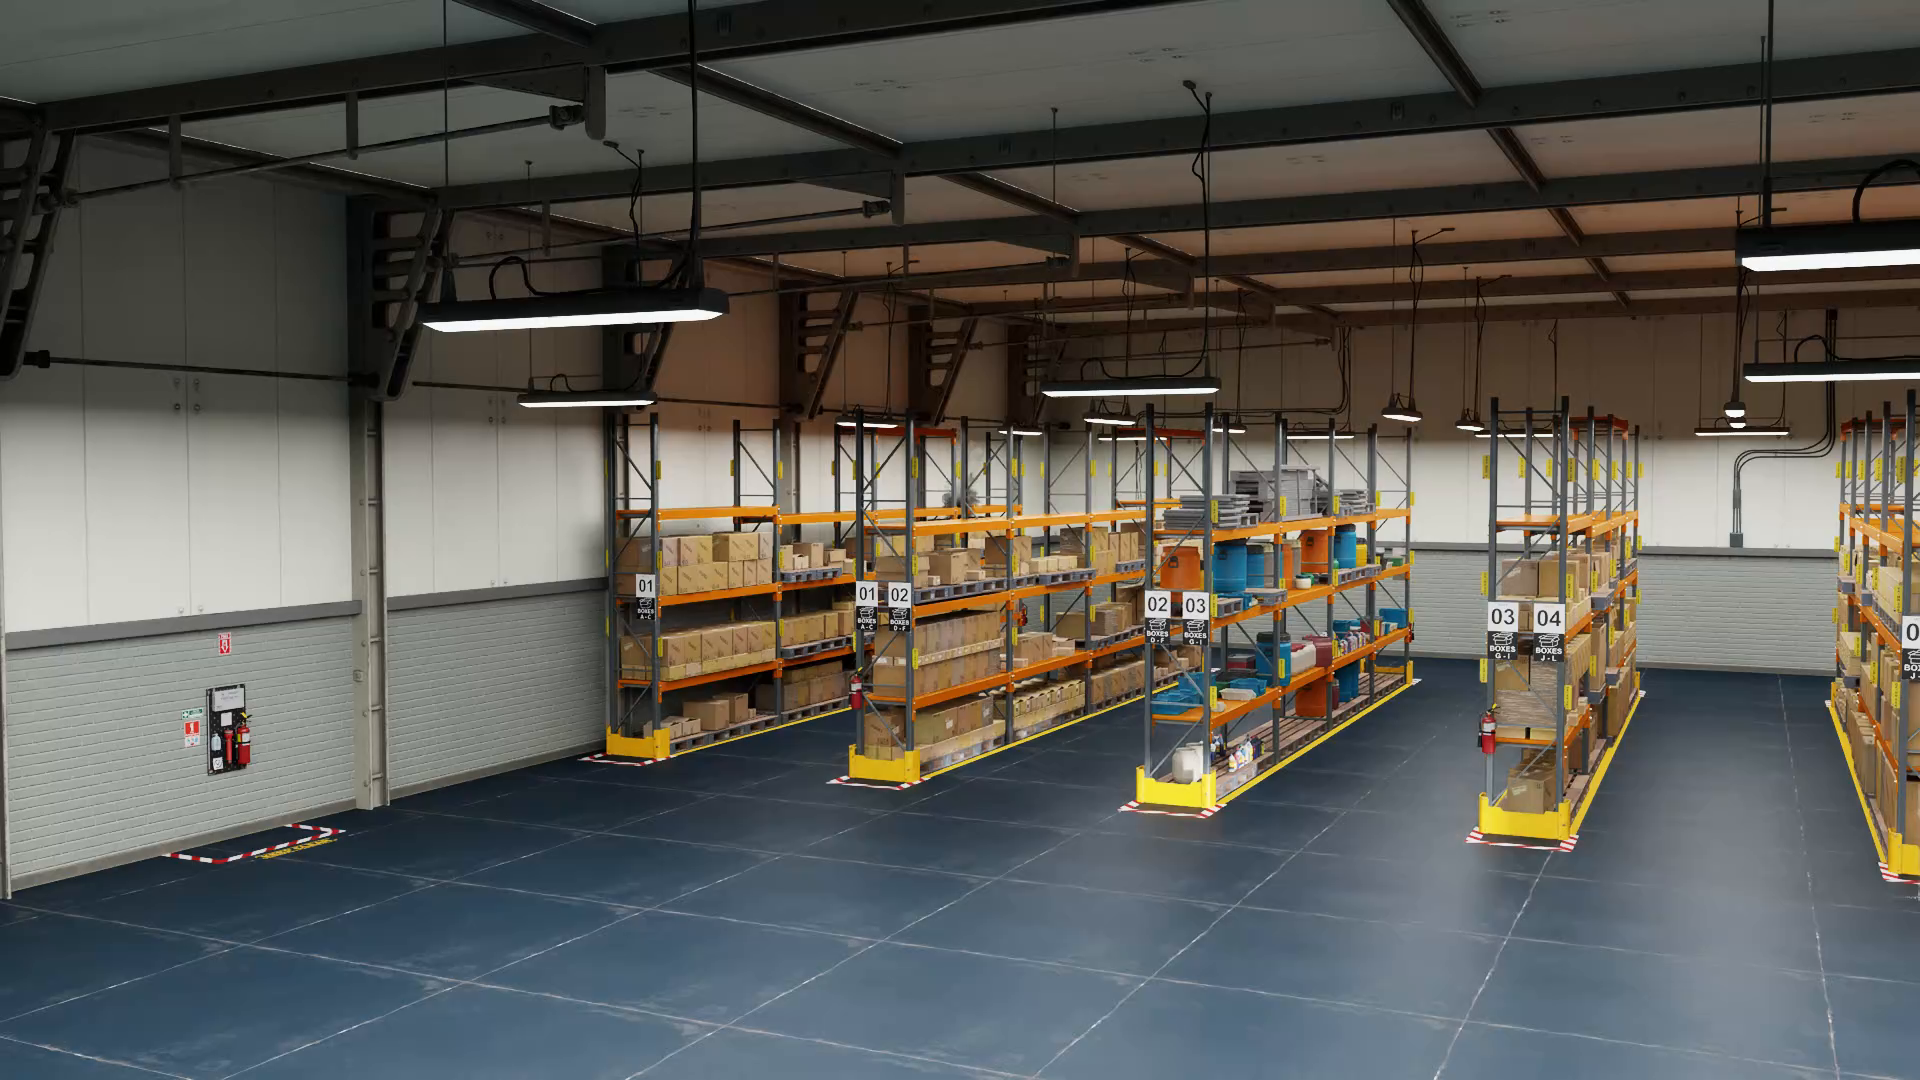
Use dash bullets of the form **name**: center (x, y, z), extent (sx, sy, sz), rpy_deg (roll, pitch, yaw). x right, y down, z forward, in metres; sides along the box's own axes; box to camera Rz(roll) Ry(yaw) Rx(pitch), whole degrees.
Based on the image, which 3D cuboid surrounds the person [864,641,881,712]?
- **person**: center (-1.534, 2.802, 31.267), extent (0.710, 1.861, 0.789), rpy_deg (1, 2, 15)

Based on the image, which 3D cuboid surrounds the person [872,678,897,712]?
- **person**: center (-1.277, 2.842, 30.415), extent (0.659, 1.717, 0.953), rpy_deg (1, 3, 20)
